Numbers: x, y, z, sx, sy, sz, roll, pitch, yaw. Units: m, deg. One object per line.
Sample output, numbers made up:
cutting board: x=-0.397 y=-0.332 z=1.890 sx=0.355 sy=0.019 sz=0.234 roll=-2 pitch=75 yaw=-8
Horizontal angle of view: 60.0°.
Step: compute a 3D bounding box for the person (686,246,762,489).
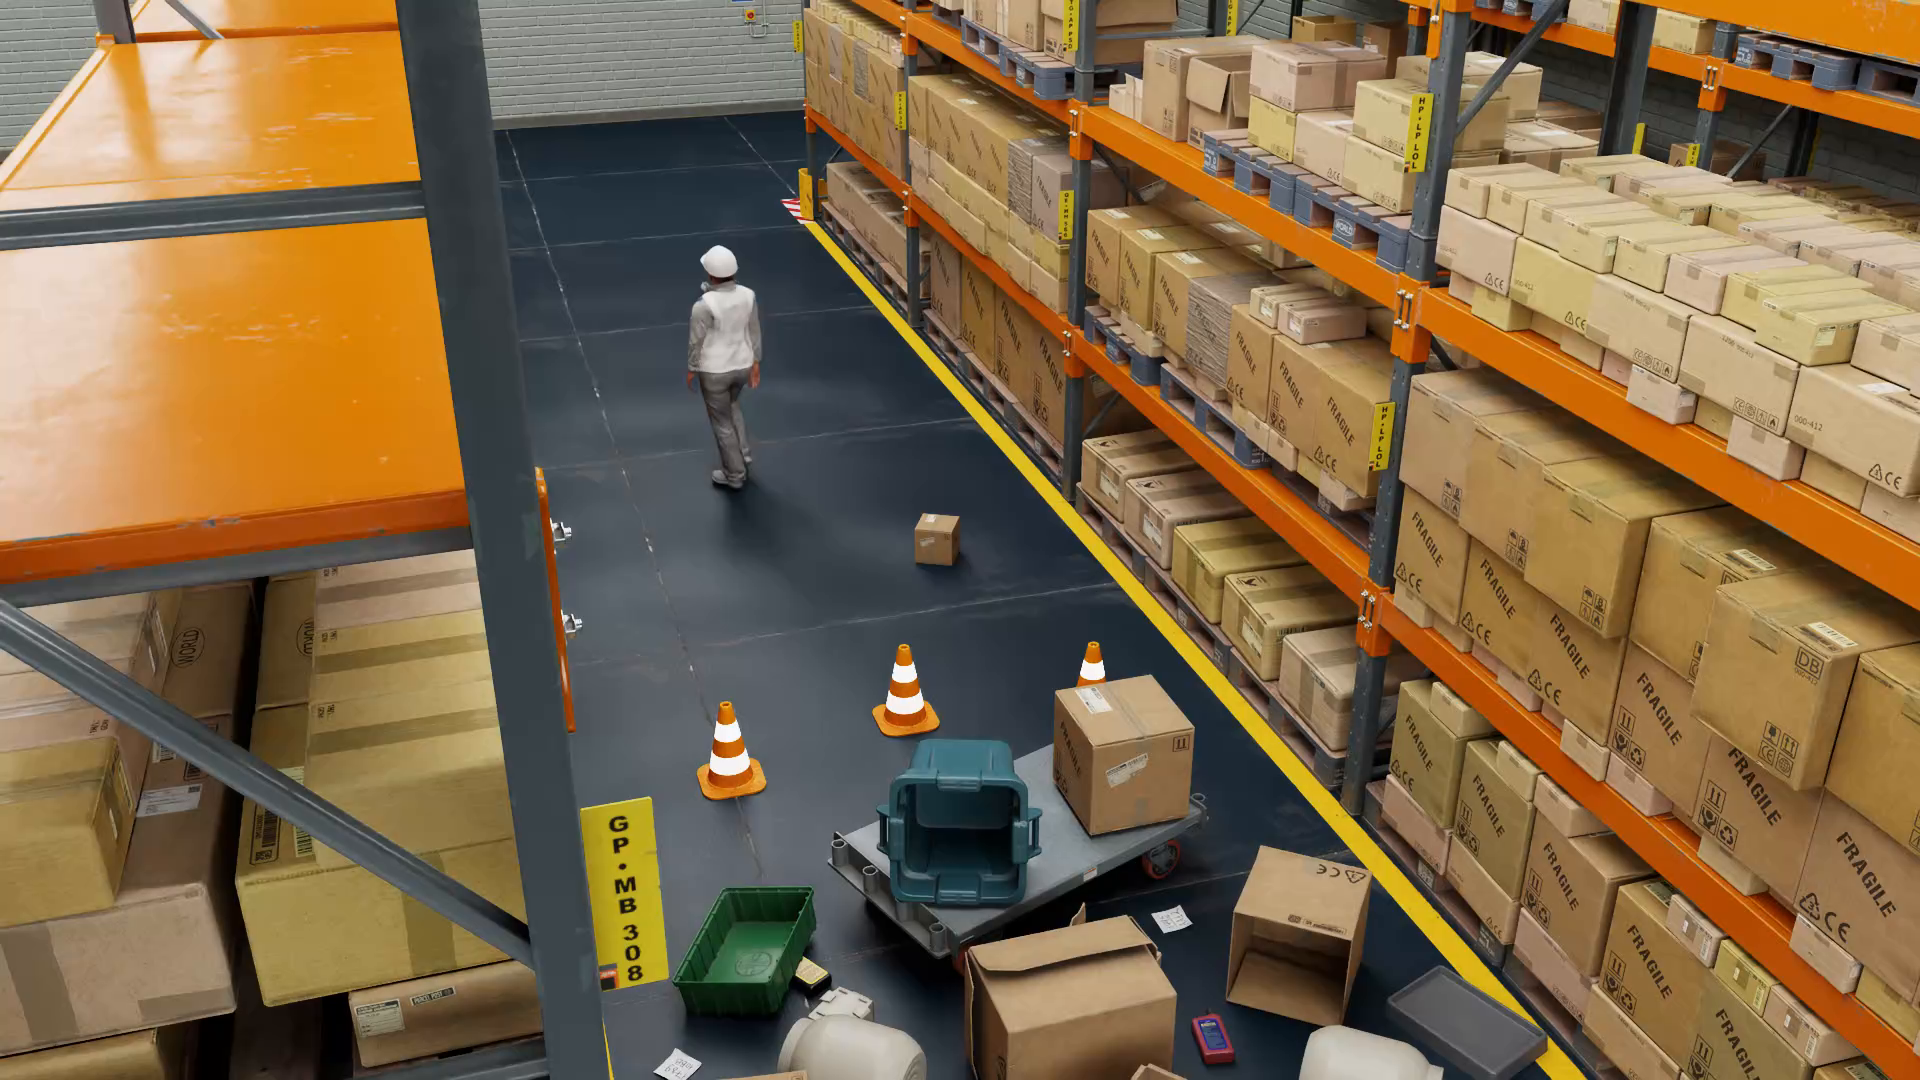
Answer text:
person: x=-1.704 y=-1.224 z=11.821 sx=0.479 sy=1.813 sz=0.536 roll=24 pitch=35 yaw=39
